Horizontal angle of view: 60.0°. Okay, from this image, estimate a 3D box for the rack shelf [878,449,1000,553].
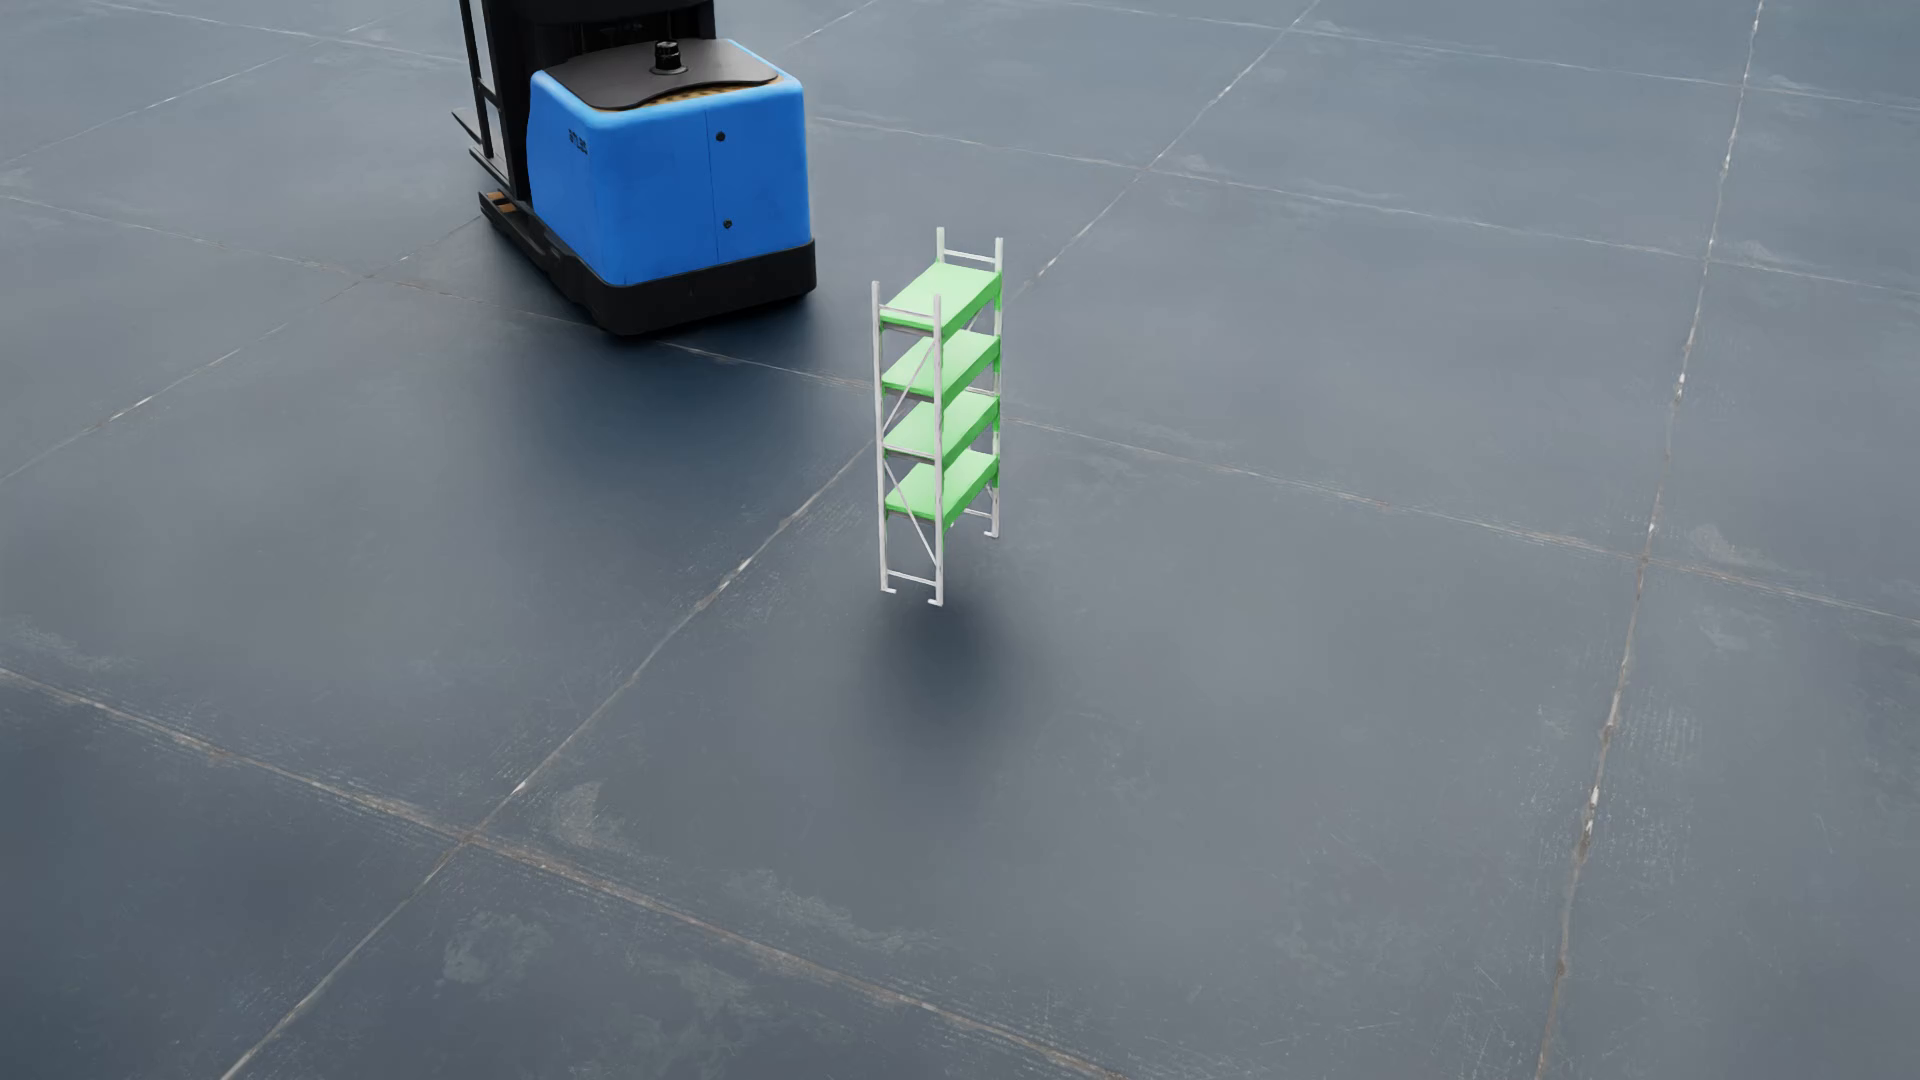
[{"bbox_3d":[-0.069,-0.165,5.962,0.258,0.148,0.480,14,36,20],"label":"rack shelf"}]

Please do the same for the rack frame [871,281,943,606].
[{"bbox_3d":[-0.171,-0.298,5.610,0.240,1.200,0.015,14,36,20],"label":"rack frame"}]

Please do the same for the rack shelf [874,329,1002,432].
[{"bbox_3d":[-0.069,-0.567,5.699,0.258,0.148,0.480,14,36,20],"label":"rack shelf"}]

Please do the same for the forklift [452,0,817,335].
[{"bbox_3d":[-1.881,-2.928,8.043,1.130,2.935,3.031,-18,37,-26],"label":"forklift"}]

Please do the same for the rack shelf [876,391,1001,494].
[{"bbox_3d":[-0.069,-0.366,5.830,0.258,0.148,0.480,14,36,20],"label":"rack shelf"}]

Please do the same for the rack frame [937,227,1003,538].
[{"bbox_3d":[0.033,-0.541,5.981,0.240,1.200,0.015,14,36,20],"label":"rack frame"}]

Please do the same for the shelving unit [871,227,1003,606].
[{"bbox_3d":[-0.069,-0.419,5.795,0.258,1.200,0.503,14,36,20],"label":"shelving unit"}]

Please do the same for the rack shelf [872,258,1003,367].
[{"bbox_3d":[-0.069,-0.767,5.567,0.258,0.148,0.480,14,36,20],"label":"rack shelf"}]
